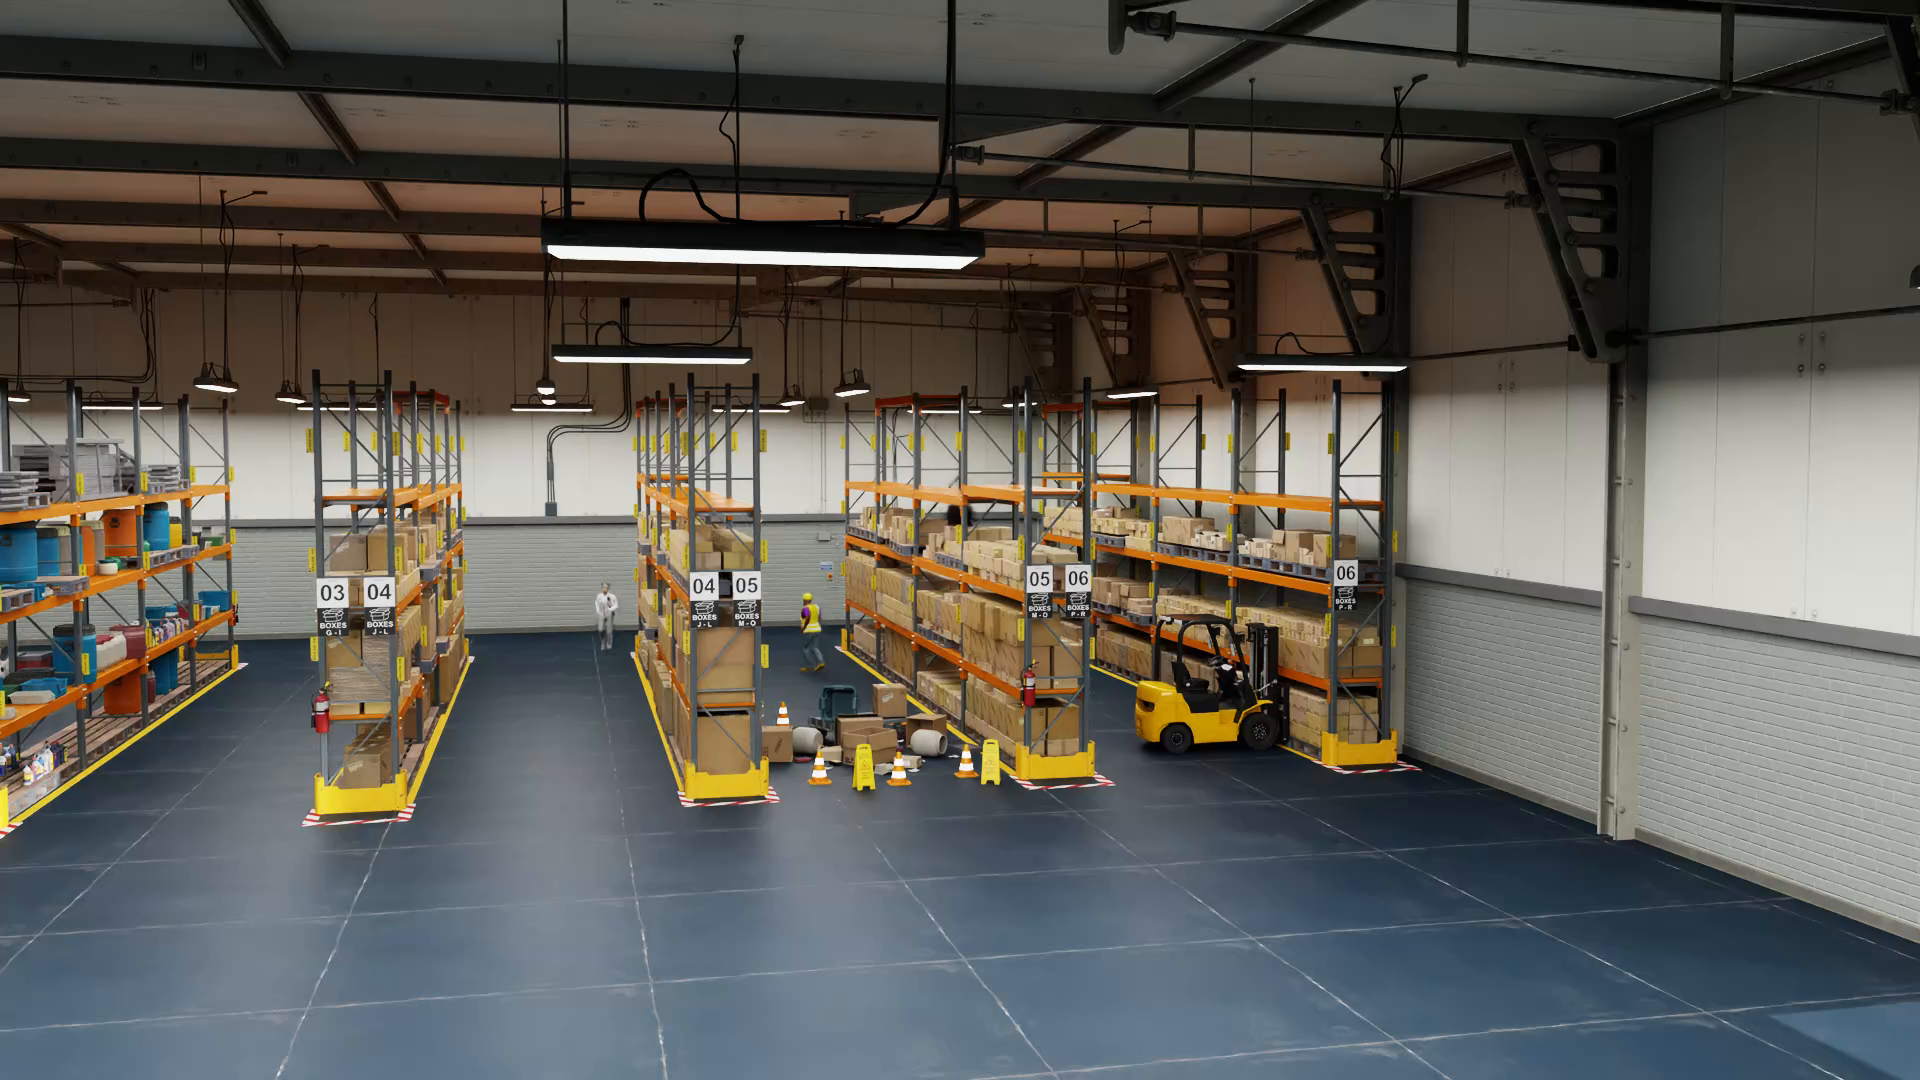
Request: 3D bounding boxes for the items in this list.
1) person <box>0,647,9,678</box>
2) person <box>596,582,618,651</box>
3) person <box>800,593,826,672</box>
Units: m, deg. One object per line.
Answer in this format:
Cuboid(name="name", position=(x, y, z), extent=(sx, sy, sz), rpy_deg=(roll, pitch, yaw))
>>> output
Cuboid(name="person", position=(-16.260, 2.579, 28.071), extent=(0.613, 1.634, 0.640), rpy_deg=(-1, 4, -21))
Cuboid(name="person", position=(-8.555, 1.849, 40.185), extent=(0.599, 1.655, 0.687), rpy_deg=(0, 3, 4))
Cuboid(name="person", position=(-3.171, 2.033, 36.278), extent=(0.845, 1.735, 0.663), rpy_deg=(3, 5, 44))
